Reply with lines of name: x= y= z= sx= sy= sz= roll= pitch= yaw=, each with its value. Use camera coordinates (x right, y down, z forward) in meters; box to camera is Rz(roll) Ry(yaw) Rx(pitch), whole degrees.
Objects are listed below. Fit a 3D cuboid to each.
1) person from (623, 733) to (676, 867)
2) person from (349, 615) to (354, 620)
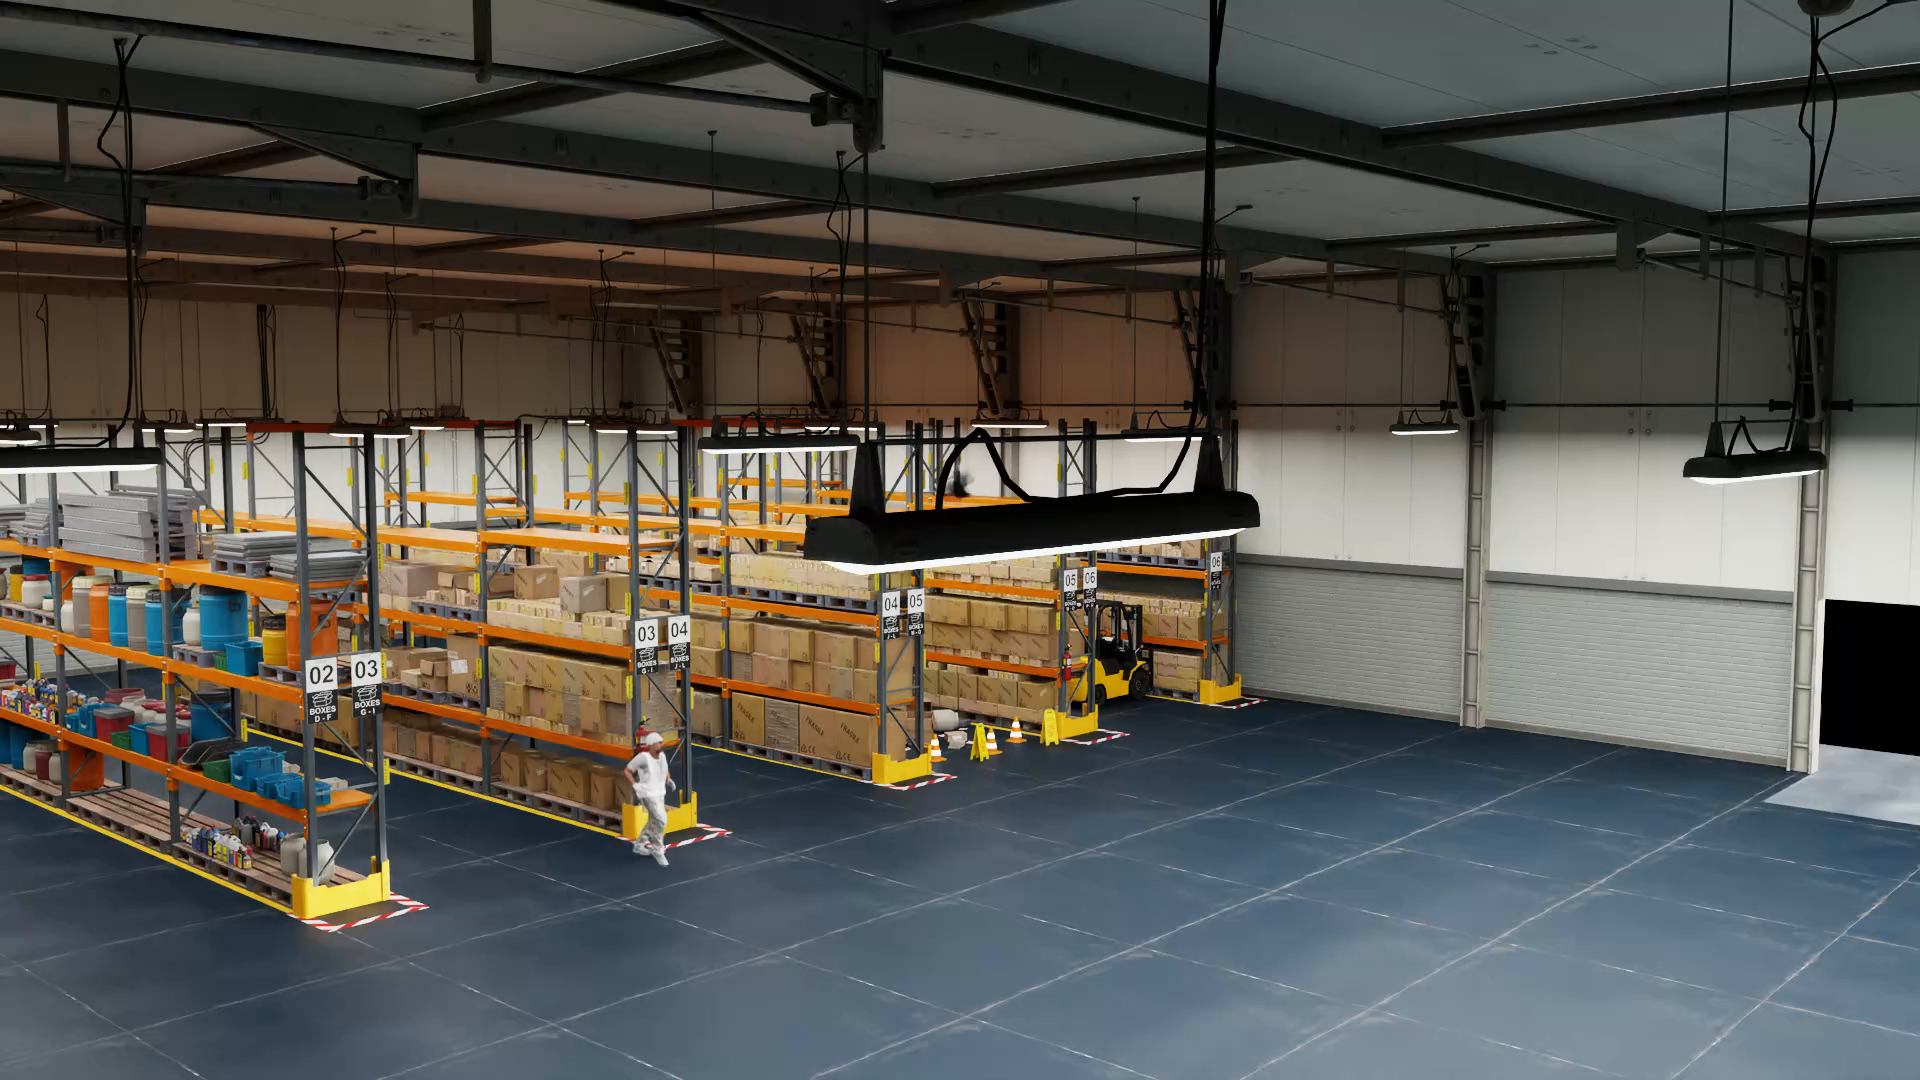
person: x=-4.258 y=3.571 z=23.044 sx=0.717 sy=1.807 sz=0.691 roll=2 pitch=5 yaw=26
person: x=-13.718 y=2.483 z=37.459 sx=0.632 sy=1.619 sz=0.544 roll=-2 pitch=5 yaw=-24
